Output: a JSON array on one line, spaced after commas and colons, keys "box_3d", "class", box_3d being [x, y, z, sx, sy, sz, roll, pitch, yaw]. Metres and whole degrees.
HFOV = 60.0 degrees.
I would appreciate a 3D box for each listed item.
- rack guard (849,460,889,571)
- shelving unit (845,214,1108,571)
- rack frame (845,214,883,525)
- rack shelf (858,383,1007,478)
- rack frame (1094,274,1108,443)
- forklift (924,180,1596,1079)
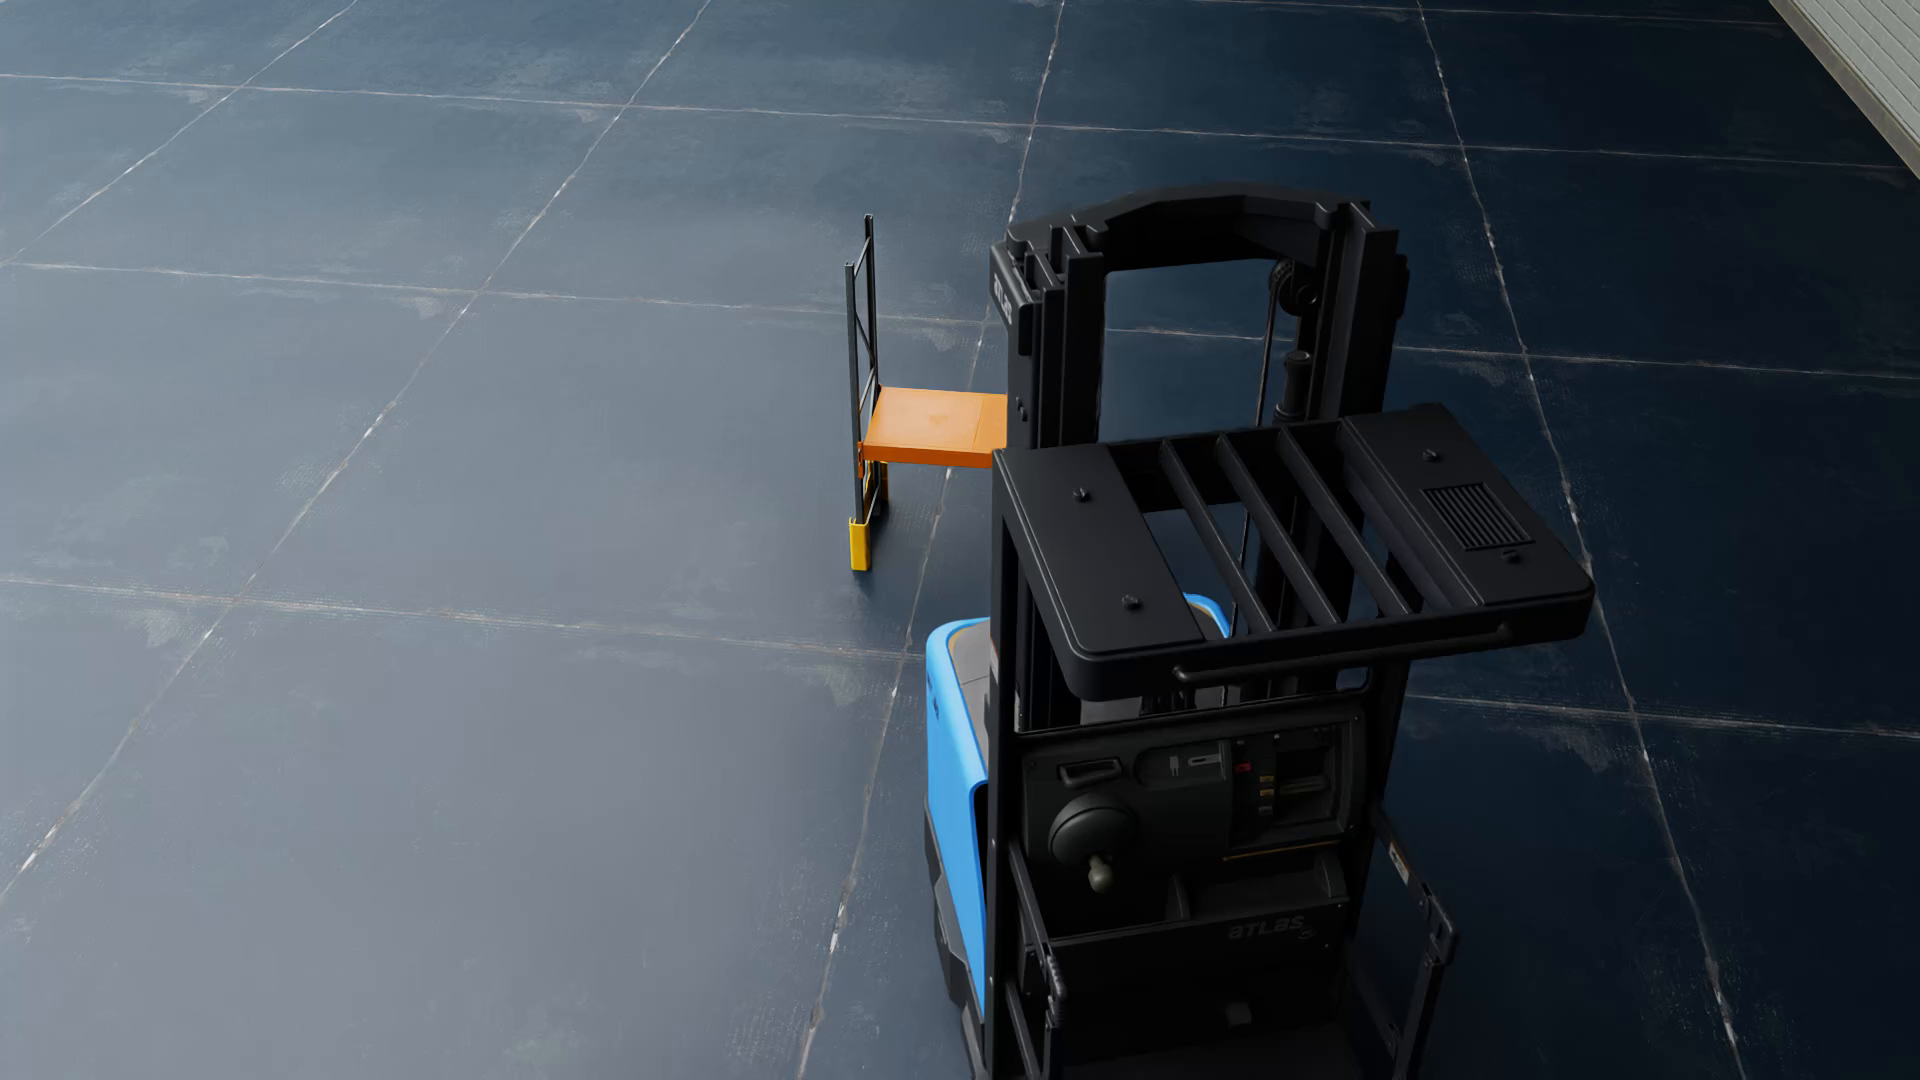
[{"box_3d": [-0.418, -0.133, 7.721, 0.087, 0.250, 0.587, 4, 36, 6], "class": "rack guard"}, {"box_3d": [0.076, -0.605, 7.306, 1.083, 1.500, 0.587, 4, 36, 6], "class": "shelving unit"}, {"box_3d": [-0.420, -0.642, 7.358, 0.032, 1.500, 0.500, 4, 36, 6], "class": "rack frame"}, {"box_3d": [0.085, -0.458, 7.410, 1.000, 0.185, 0.538, 4, 36, 6], "class": "rack shelf"}, {"box_3d": [0.589, -0.567, 7.253, 0.032, 1.500, 0.500, 4, 36, 6], "class": "rack frame"}, {"box_3d": [0.664, 0.742, 4.187, 1.130, 2.935, 3.031, -7, 36, -9], "class": "forklift"}]
